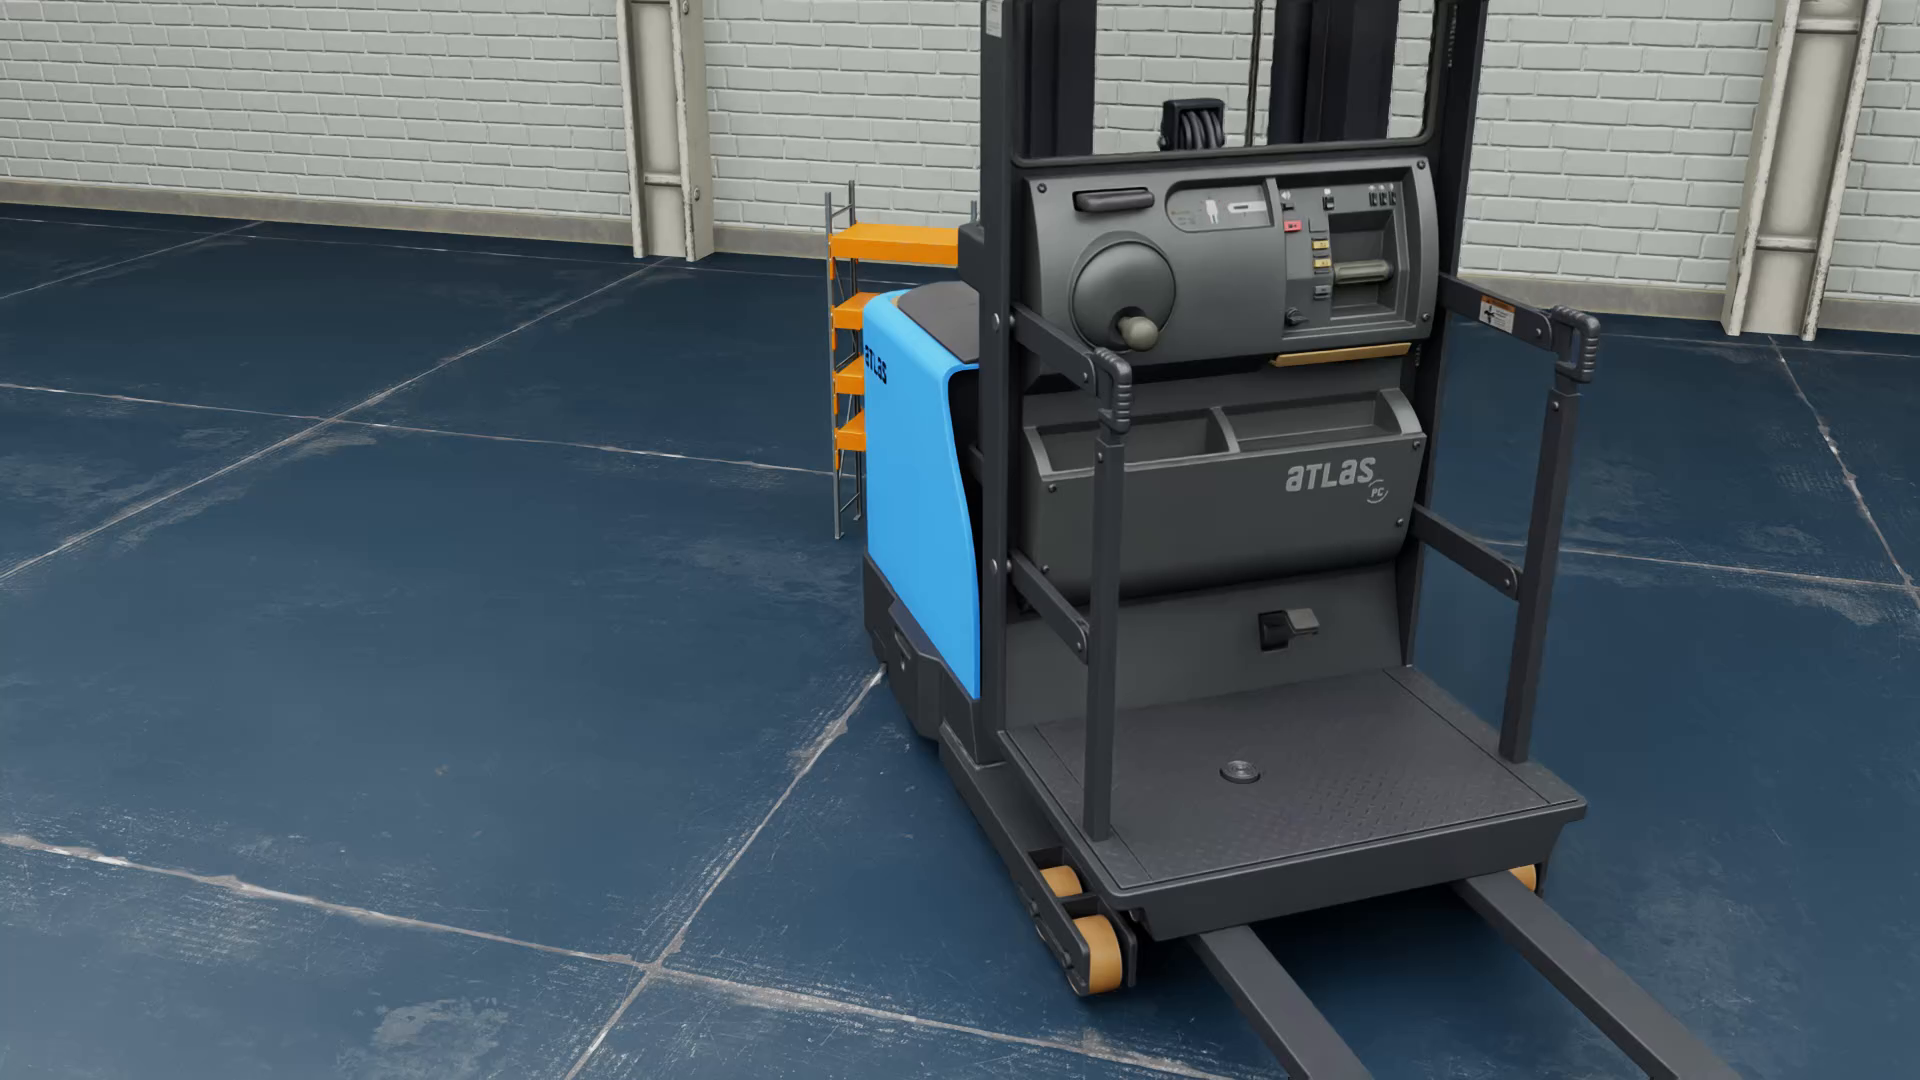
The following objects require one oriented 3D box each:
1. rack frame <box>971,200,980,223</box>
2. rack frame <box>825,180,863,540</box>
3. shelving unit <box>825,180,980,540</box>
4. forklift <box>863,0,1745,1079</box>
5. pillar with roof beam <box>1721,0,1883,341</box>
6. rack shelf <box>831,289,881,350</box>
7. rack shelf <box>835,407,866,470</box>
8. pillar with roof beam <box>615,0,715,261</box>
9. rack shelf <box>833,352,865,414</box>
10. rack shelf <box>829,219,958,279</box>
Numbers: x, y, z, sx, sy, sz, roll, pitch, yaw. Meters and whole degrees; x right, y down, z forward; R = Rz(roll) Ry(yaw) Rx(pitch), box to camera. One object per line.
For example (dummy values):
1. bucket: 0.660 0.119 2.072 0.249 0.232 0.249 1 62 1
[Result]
1. rack frame: 0.075 -0.547 5.521 0.015 1.200 0.240 7 23 16
2. rack frame: -0.392 -0.600 5.652 0.015 1.200 0.240 7 23 16
3. shelving unit: -0.158 -0.573 5.587 0.503 1.200 0.258 7 23 16
4. forklift: 0.660 -0.581 3.323 1.130 2.935 3.031 -7 23 -17
5. pillar with roof beam: 2.799 -3.652 2.816 0.400 9.000 9.100 7 23 16
6. rack shelf: -0.158 -0.718 5.527 0.480 0.148 0.258 7 23 16
7. rack shelf: -0.158 -0.327 5.687 0.480 0.148 0.258 7 23 16
8. pillar with roof beam: -2.946 -4.310 4.419 0.400 9.000 9.100 7 23 16
9. rack shelf: -0.158 -0.511 5.612 0.480 0.148 0.258 7 23 16
10. rack shelf: -0.158 -0.937 5.437 0.480 0.148 0.258 7 23 16
